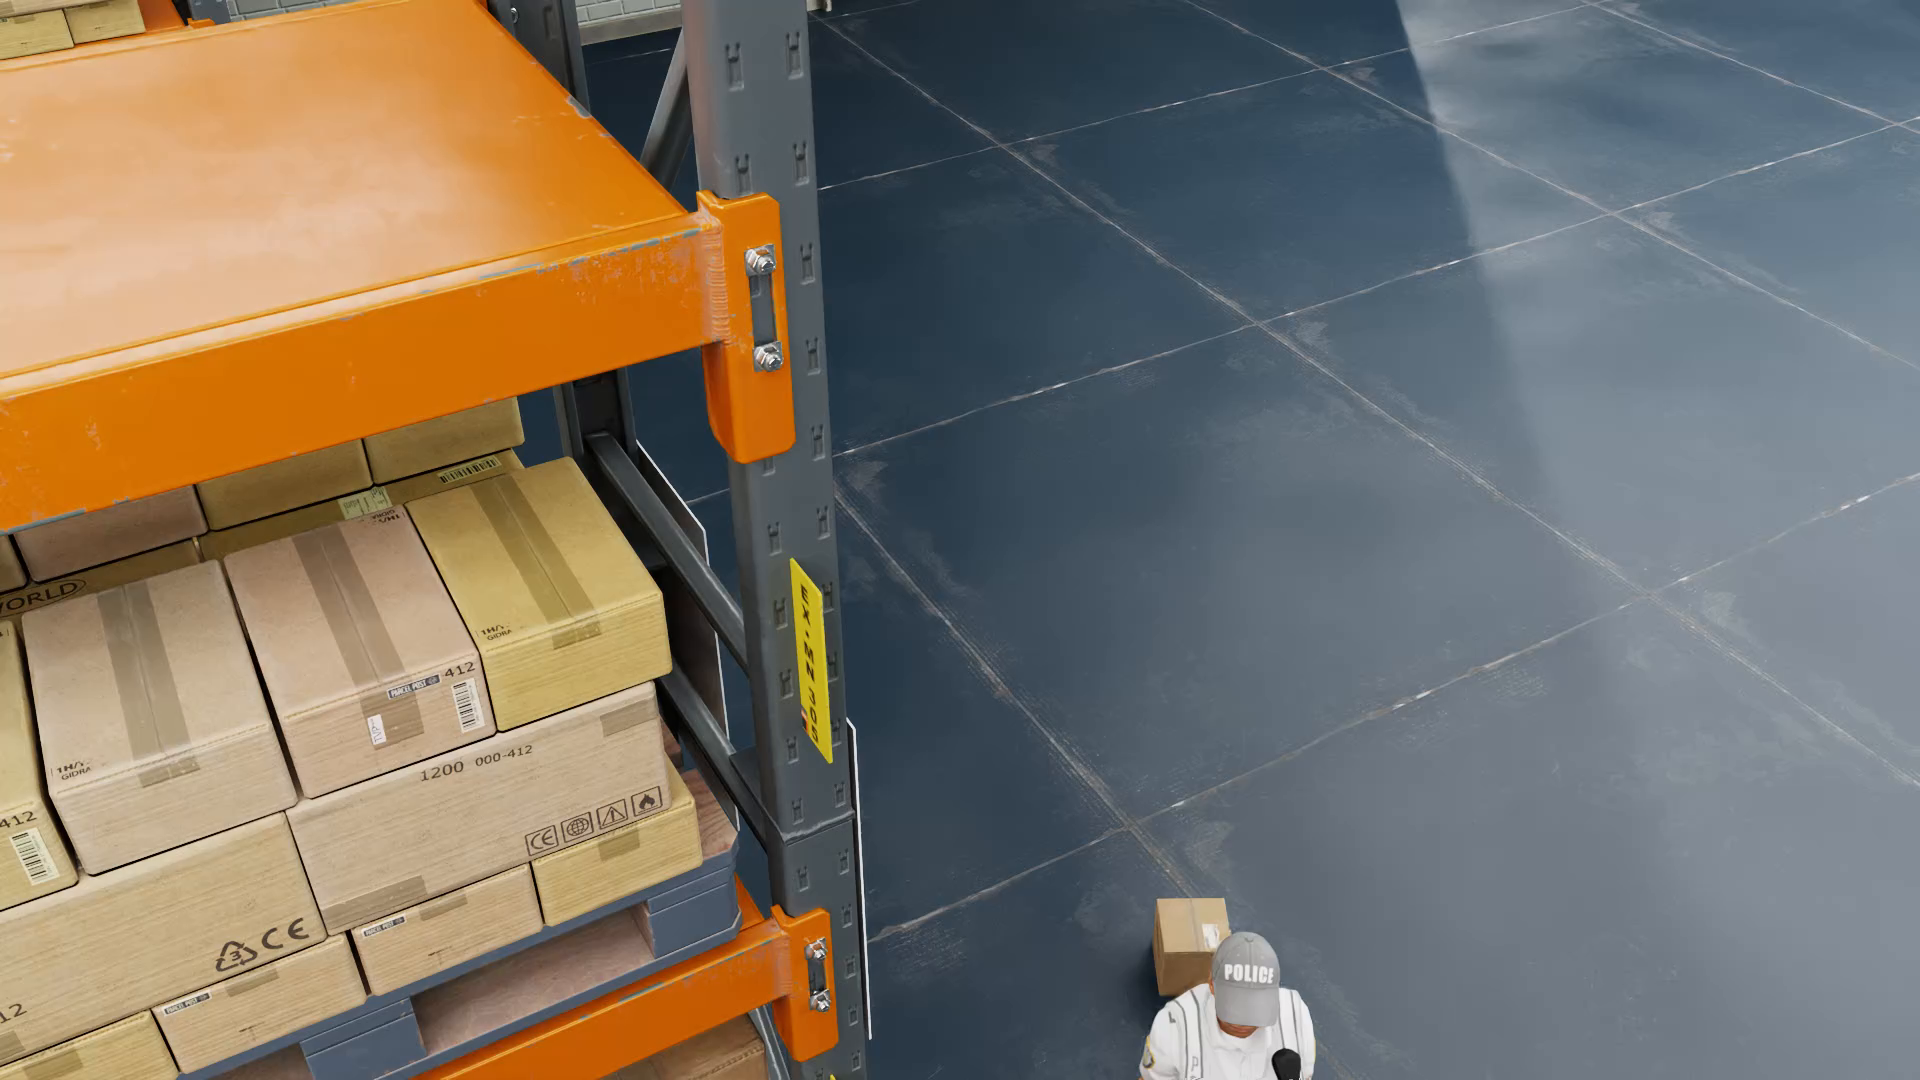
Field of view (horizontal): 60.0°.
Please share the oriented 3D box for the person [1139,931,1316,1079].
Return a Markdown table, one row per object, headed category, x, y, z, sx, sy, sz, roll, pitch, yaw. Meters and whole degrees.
| category | x | y | z | sx | sy | sz | roll | pitch | yaw |
| --- | --- | --- | --- | --- | --- | --- | --- | --- | --- |
| person | 0.729 | 1.689 | 4.661 | 0.472 | 1.641 | 0.655 | -5 | 37 | -6 |
